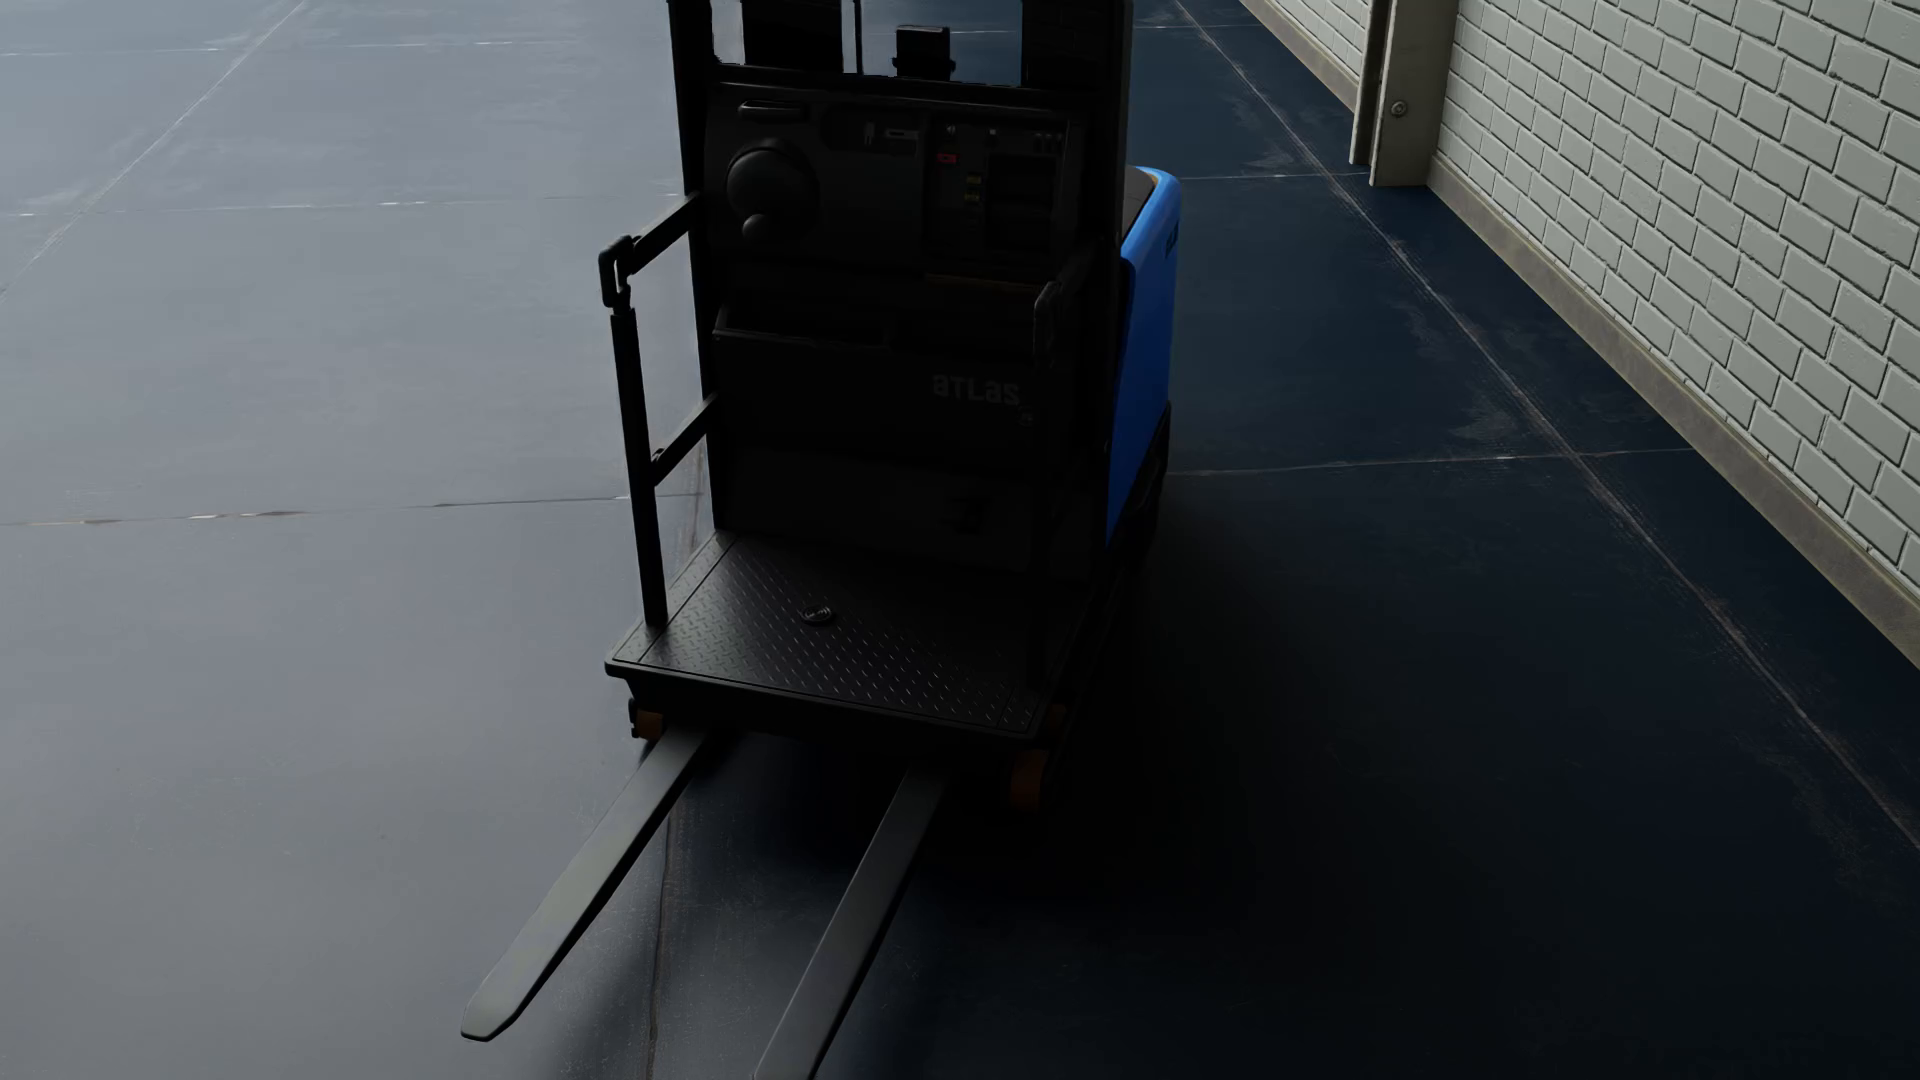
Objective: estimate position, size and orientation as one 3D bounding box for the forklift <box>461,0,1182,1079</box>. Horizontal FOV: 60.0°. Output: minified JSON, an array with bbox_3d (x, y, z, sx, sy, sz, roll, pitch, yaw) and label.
[{"bbox_3d":[-0.220,-0.808,3.744,1.130,2.935,3.031,9,32,14],"label":"forklift"}]

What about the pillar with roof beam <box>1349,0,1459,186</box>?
[{"bbox_3d":[-2.130,-5.499,5.681,9.100,9.000,0.400,-3,31,-5],"label":"pillar with roof beam"}]
